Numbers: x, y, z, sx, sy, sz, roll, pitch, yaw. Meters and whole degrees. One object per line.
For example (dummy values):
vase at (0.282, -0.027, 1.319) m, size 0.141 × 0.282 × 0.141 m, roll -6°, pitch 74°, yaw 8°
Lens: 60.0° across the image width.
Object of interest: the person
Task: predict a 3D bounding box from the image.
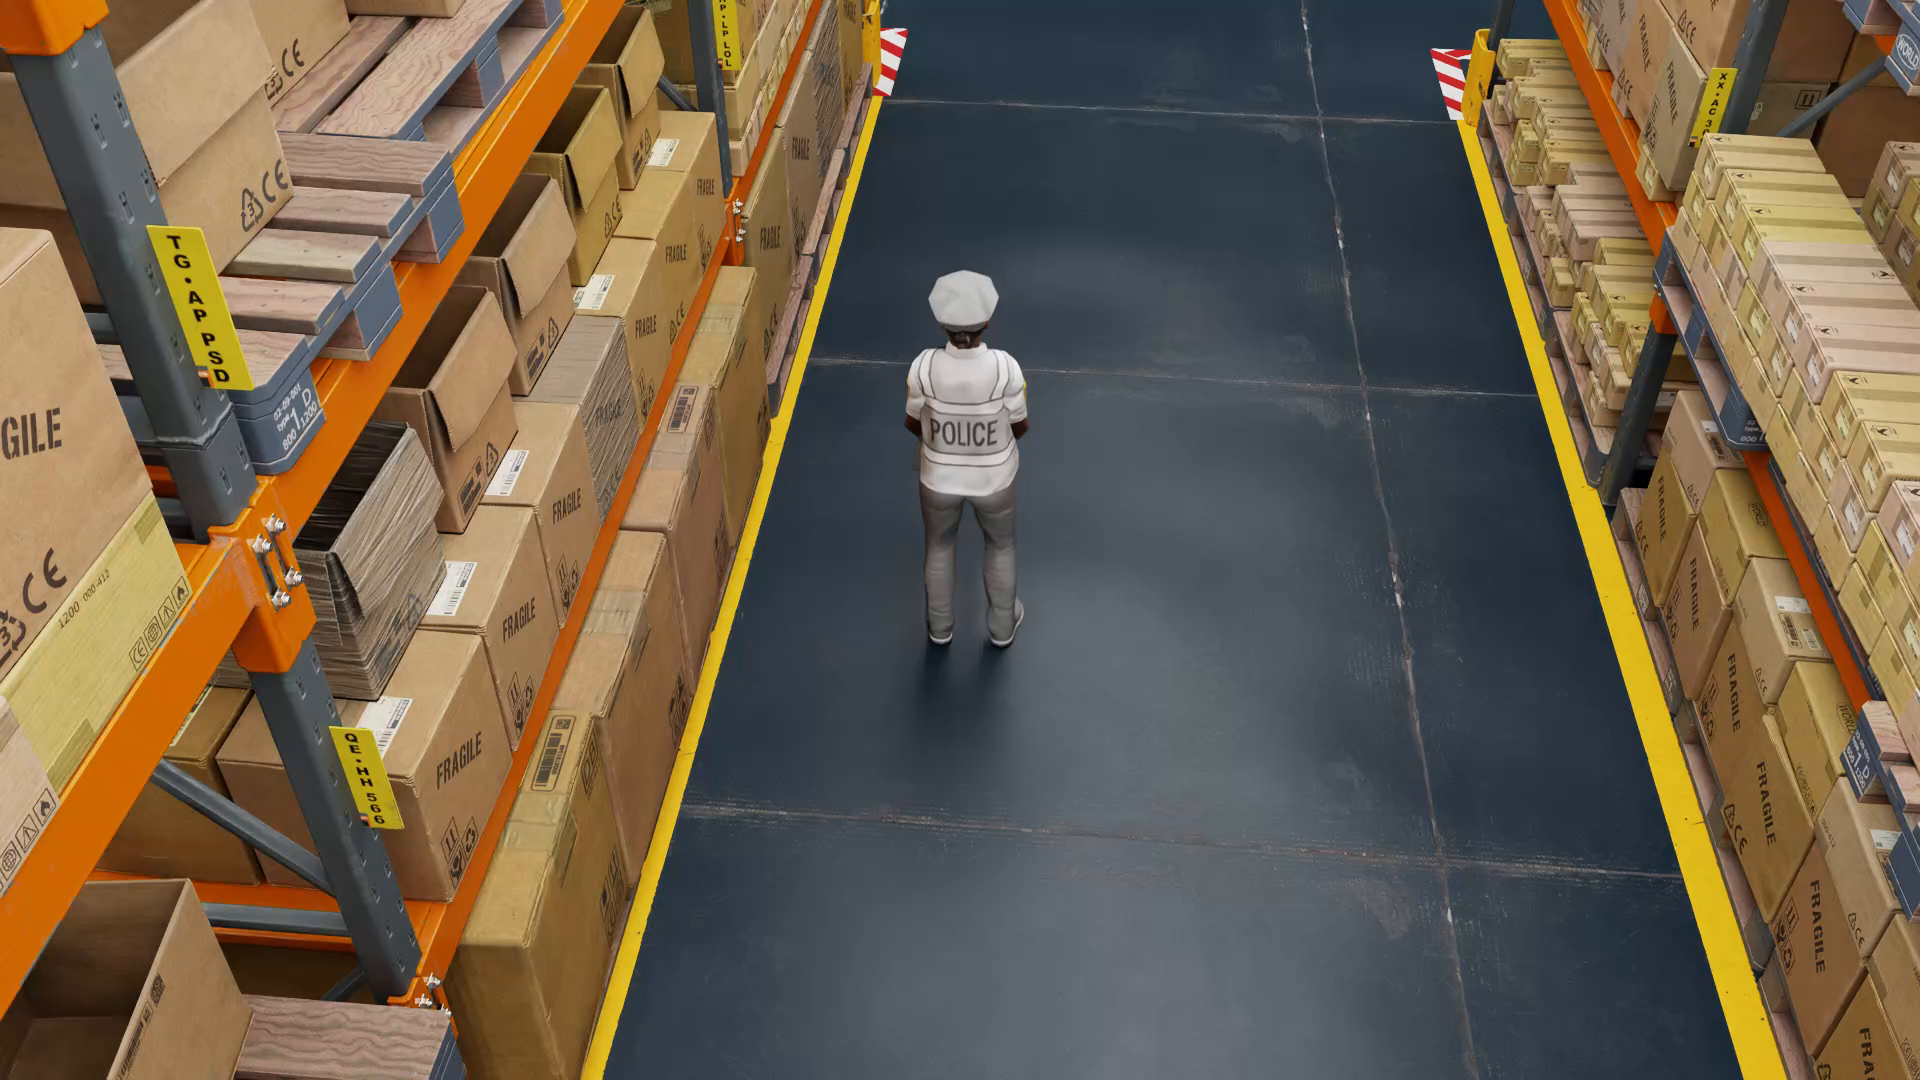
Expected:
person at (0.029, -0.292, 6.480) m, size 0.475 × 1.686 × 0.442 m, roll 3°, pitch 40°, yaw 3°
